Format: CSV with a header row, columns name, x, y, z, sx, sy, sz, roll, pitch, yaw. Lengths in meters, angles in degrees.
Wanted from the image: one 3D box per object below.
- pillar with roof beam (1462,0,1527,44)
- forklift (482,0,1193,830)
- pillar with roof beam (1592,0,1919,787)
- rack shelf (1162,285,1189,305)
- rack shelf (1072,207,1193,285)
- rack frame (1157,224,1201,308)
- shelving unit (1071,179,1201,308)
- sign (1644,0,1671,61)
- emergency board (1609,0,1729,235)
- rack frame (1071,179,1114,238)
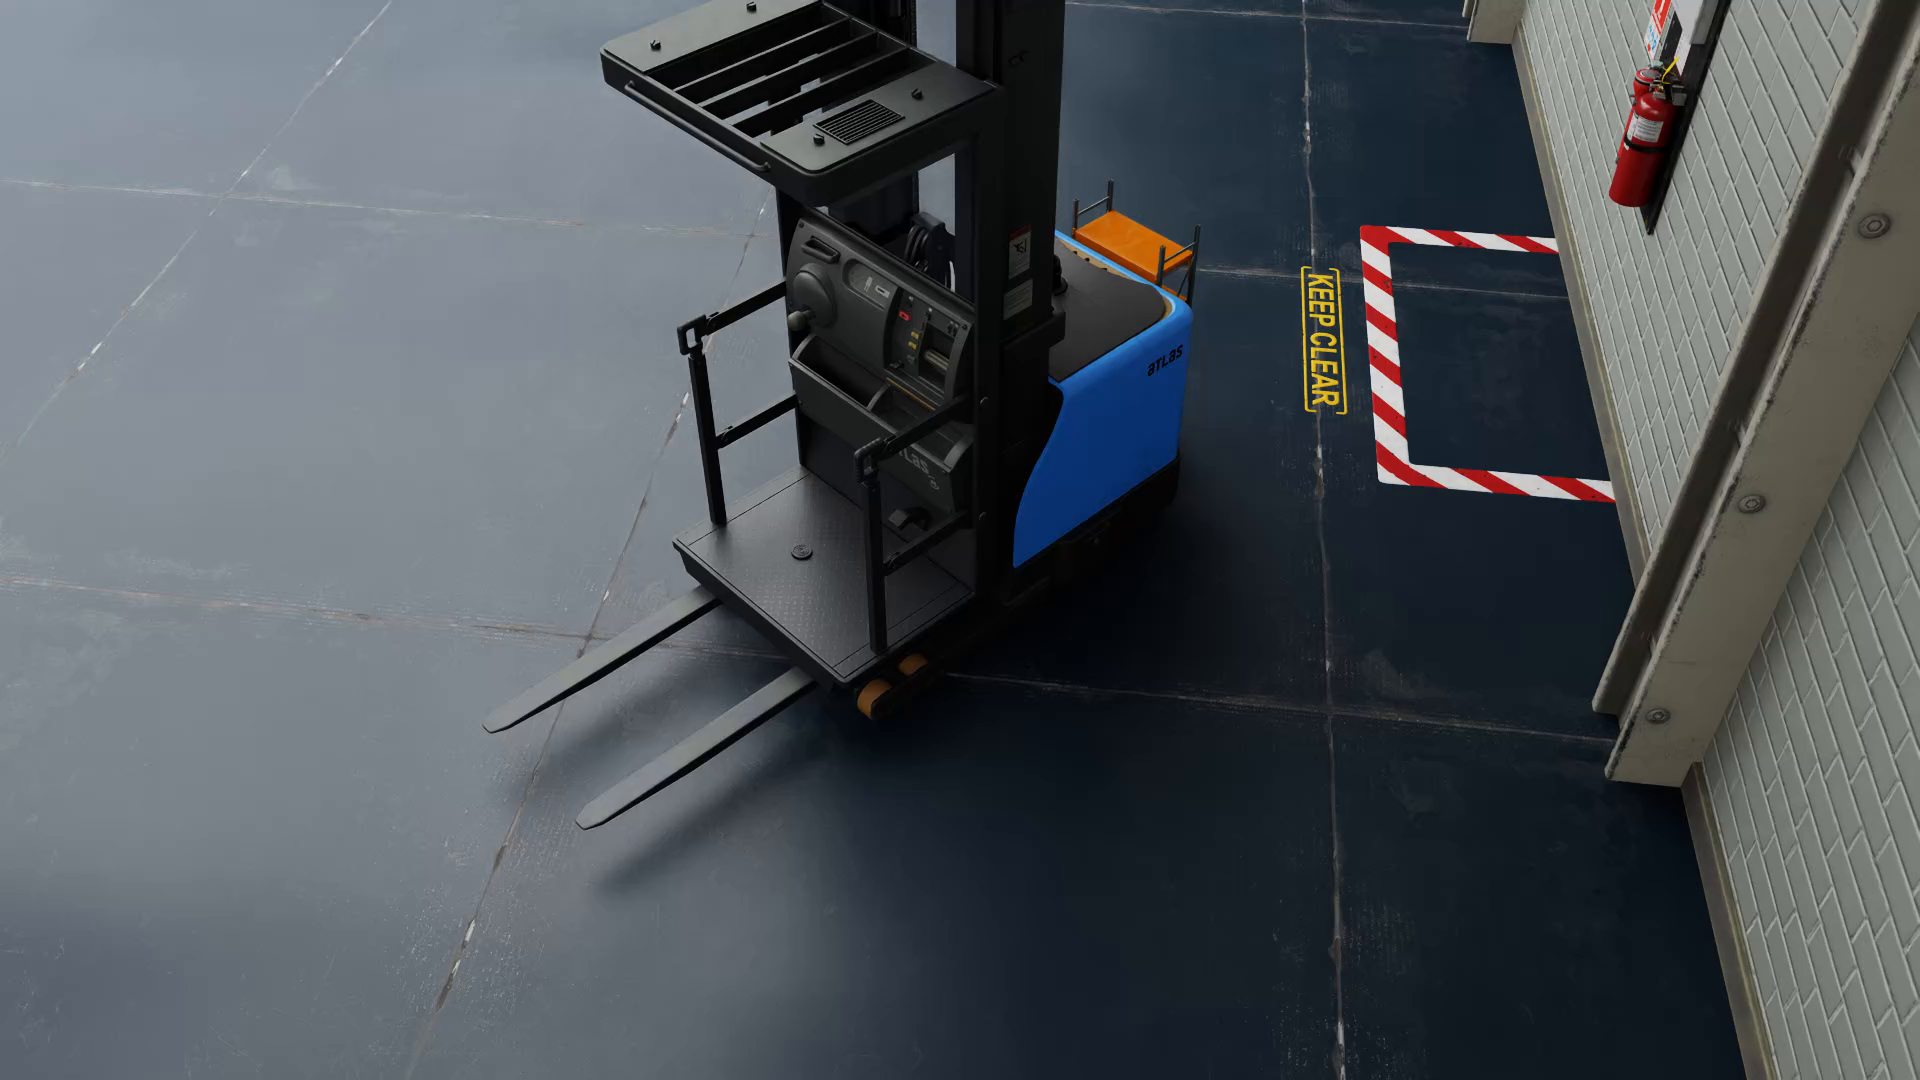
name,x,y,z,sx,sy,sz,roll,pitch,yaw
pillar with roof beam,-0.848,-6.963,8.059,9.100,9.000,0.400,5,44,6
forklift,-0.457,-0.766,5.927,3.031,2.935,1.130,-33,53,-30
pillar with roof beam,-1.641,-2.874,3.740,9.100,9.000,0.400,5,44,6
rack shelf,0.737,-1.046,7.255,0.258,0.148,0.480,-33,53,-30
rack shelf,0.737,-1.218,7.092,0.258,0.148,0.480,-33,53,-30
rack frame,0.905,-0.811,7.234,0.240,1.200,0.015,-33,53,-30
shelving unit,0.737,-0.933,7.362,0.258,1.200,0.503,-33,53,-30
sign,3.166,-2.365,7.541,0.001,0.329,0.234,5,44,6
emergency board,2.990,-1.985,7.165,0.194,1.169,0.643,5,44,6
rack frame,0.569,-1.054,7.491,0.240,1.200,0.015,-33,53,-30
